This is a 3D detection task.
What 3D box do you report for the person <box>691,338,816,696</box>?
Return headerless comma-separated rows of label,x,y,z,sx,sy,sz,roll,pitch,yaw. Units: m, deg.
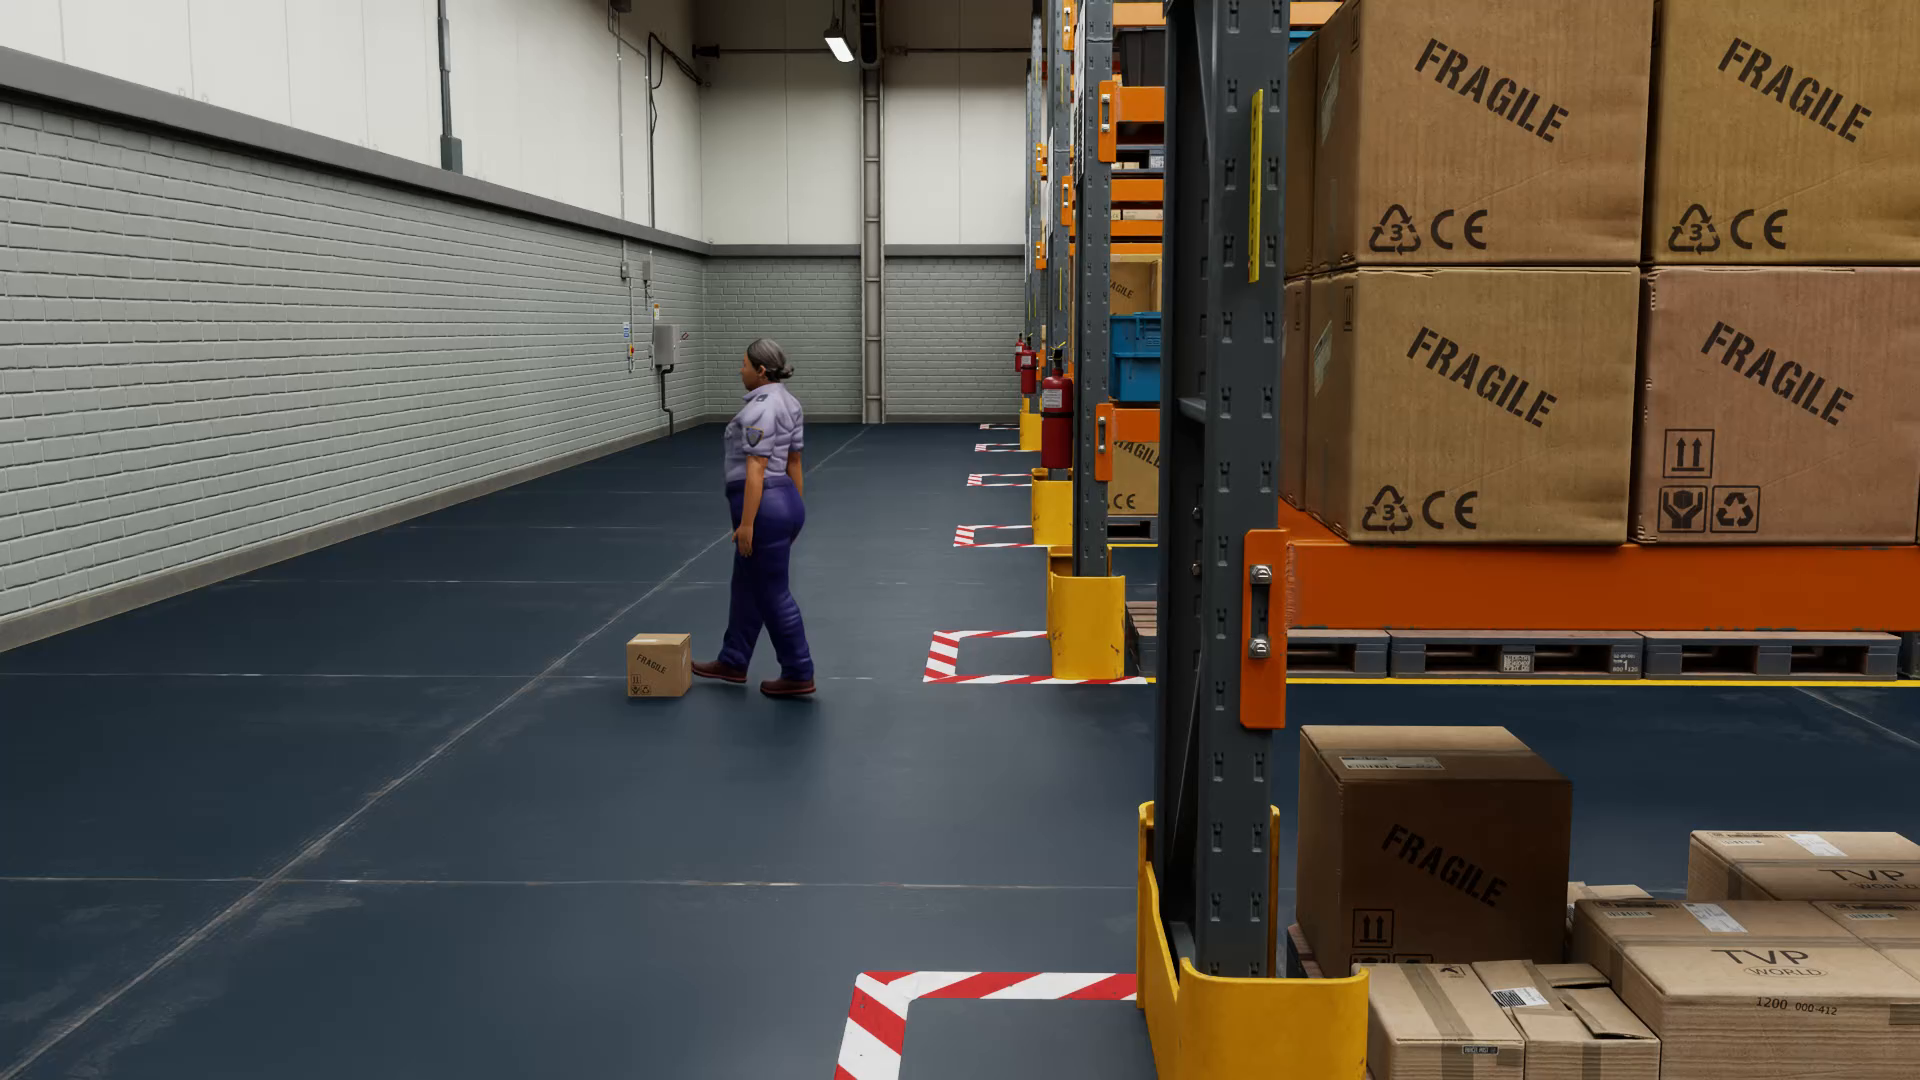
person,-0.992,-0.107,7.655,0.710,1.630,0.492,2,8,14
